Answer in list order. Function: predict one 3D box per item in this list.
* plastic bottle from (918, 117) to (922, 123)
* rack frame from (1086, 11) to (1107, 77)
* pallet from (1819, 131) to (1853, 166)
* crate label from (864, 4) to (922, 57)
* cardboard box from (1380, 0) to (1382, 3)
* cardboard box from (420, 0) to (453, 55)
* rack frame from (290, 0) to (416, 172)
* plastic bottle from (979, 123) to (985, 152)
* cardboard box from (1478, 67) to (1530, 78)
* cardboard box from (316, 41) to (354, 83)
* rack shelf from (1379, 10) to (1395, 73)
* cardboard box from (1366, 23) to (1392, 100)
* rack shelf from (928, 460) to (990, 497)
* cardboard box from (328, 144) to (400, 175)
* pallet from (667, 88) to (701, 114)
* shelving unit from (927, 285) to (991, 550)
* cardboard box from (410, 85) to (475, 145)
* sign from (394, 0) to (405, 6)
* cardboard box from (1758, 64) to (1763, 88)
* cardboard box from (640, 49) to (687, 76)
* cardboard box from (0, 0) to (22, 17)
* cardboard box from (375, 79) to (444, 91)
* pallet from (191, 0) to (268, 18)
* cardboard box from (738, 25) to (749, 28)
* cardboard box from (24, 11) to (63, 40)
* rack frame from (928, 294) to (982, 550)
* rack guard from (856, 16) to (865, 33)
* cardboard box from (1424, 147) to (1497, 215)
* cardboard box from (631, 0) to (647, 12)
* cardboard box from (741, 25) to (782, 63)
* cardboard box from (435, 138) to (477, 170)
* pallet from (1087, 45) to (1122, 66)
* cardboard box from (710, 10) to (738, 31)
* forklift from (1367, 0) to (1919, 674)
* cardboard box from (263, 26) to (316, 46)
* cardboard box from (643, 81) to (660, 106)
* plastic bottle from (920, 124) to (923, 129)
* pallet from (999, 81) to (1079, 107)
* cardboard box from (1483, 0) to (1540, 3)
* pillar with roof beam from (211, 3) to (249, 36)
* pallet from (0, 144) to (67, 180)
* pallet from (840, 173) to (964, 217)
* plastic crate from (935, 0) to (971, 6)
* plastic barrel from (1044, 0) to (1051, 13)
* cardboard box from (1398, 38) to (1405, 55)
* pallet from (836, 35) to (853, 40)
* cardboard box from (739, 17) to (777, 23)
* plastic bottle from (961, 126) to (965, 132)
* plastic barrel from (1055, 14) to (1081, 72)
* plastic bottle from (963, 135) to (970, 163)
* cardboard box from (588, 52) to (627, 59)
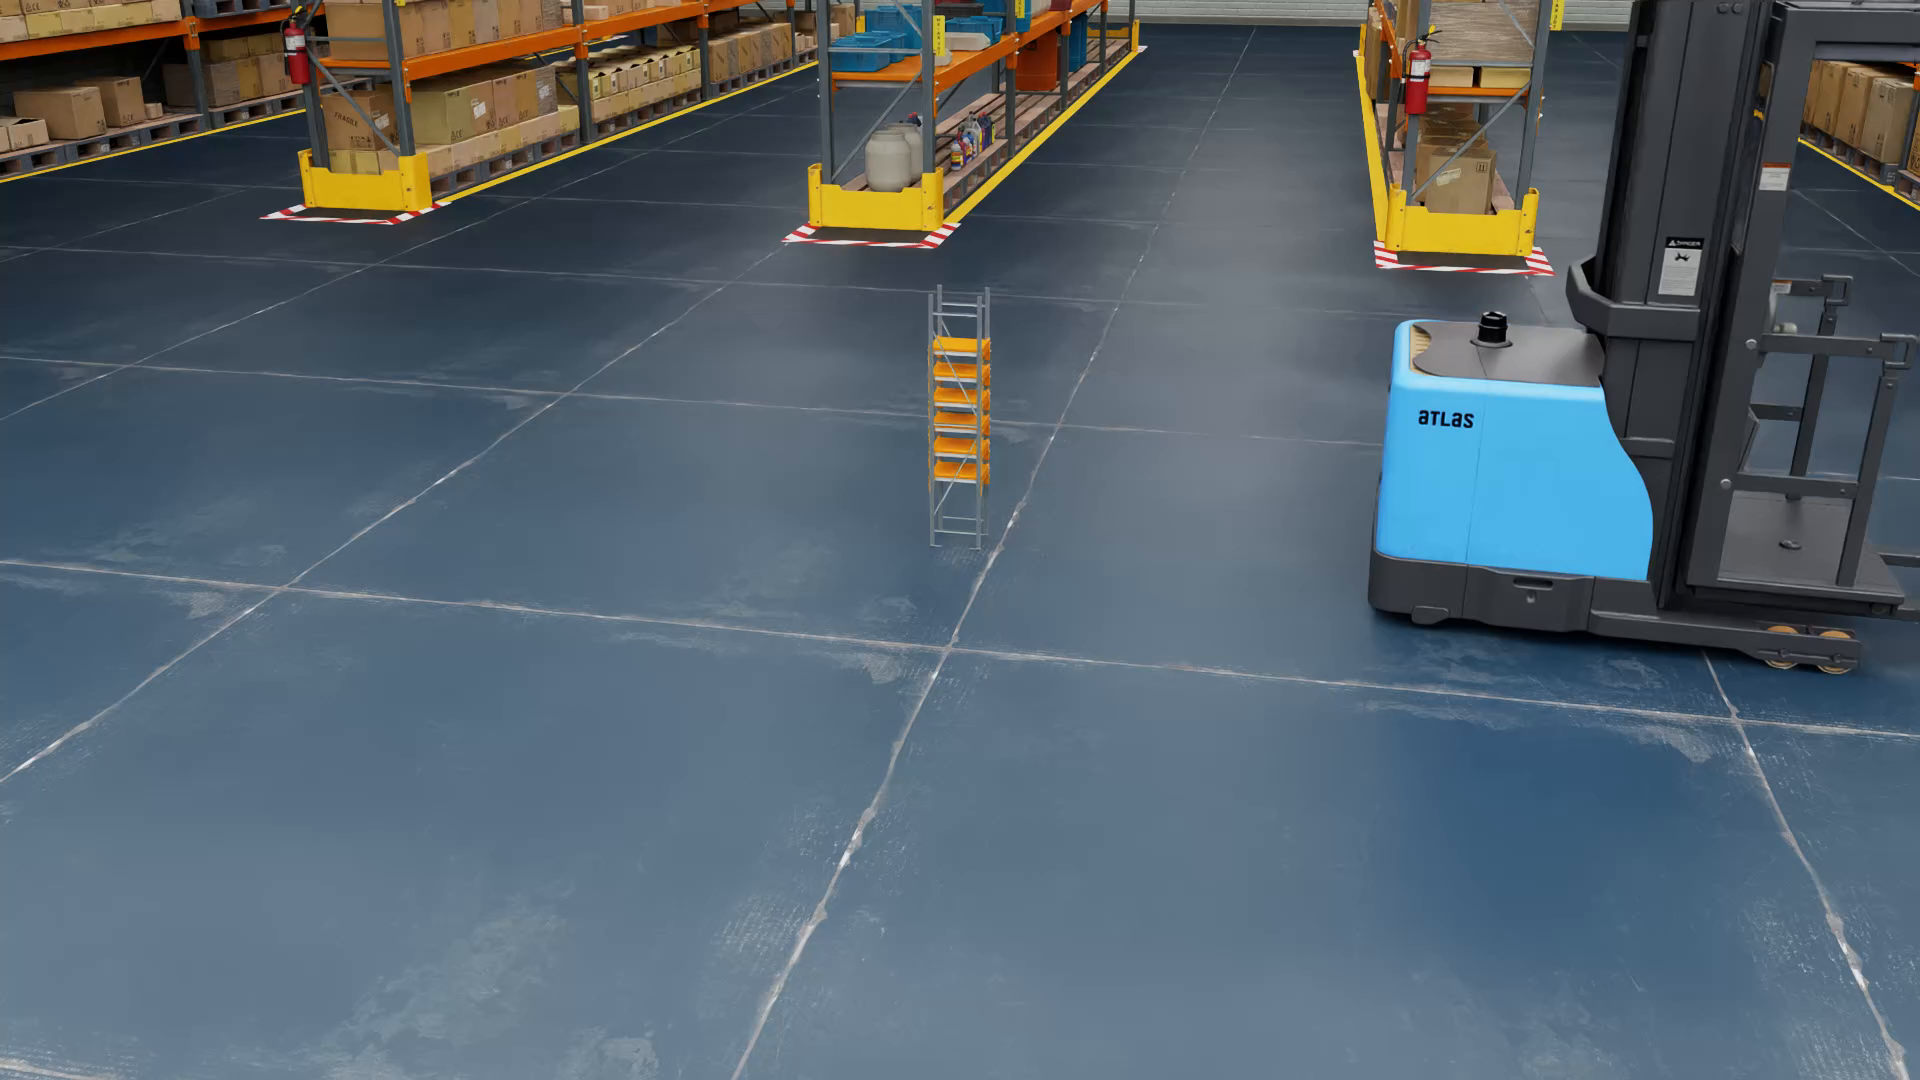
[{"bbox_3d":[-0.433,-4.371,17.749,0.152,0.276,0.135,5,23,13],"label":"plastic bottle"},{"bbox_3d":[1.733,-8.560,25.092,1.000,3.000,0.127,4,22,11],"label":"rack frame"},{"bbox_3d":[10.115,-4.283,18.206,1.003,0.211,1.213,4,22,11],"label":"pallet"},{"bbox_3d":[-0.605,-4.881,15.911,0.502,0.435,0.616,4,22,11],"label":"crate label"},{"bbox_3d":[5.834,-7.337,21.922,0.500,0.500,0.500,4,22,9],"label":"cardboard box"},{"bbox_3d":[-5.354,-4.959,16.017,0.700,0.500,0.500,5,22,12],"label":"cardboard box"},{"bbox_3d":[-5.564,-4.550,15.136,1.000,3.000,0.127,4,22,11],"label":"rack frame"},{"bbox_3d":[0.220,-4.188,17.283,0.061,0.283,0.133,6,23,14],"label":"plastic bottle"},{"bbox_3d":[4.495,-3.853,13.741,0.380,0.149,0.250,4,22,11],"label":"cardboard box"},{"bbox_3d":[-8.878,-6.629,23.056,0.700,0.500,0.500,5,22,12],"label":"cardboard box"},{"bbox_3d":[5.358,-5.654,18.840,1.077,0.370,4.000,4,22,11],"label":"rack shelf"},{"bbox_3d":[5.927,-6.179,21.463,1.225,0.875,0.875,3,22,8],"label":"cardboard box"},{"bbox_3d":[-0.003,-0.287,7.723,0.258,0.103,0.180,4,22,11],"label":"rack shelf"},{"bbox_3d":[-5.744,-3.688,16.114,0.500,0.250,0.500,4,22,11],"label":"cardboard box"},{"bbox_3d":[-4.138,-5.884,22.181,1.003,0.211,1.213,4,22,11],"label":"pallet"},{"bbox_3d":[-0.003,-0.551,7.616,0.258,1.200,0.189,4,22,11],"label":"shelving unit"},{"bbox_3d":[-5.137,-4.179,16.330,0.500,0.500,0.500,4,22,11],"label":"cardboard box"},{"bbox_3d":[-5.022,-4.944,14.849,0.100,0.325,0.005,4,22,11],"label":"sign"},{"bbox_3d":[10.806,-6.166,21.933,0.500,0.500,0.500,5,22,12],"label":"cardboard box"},{"bbox_3d":[-3.897,-6.254,21.736,0.500,0.311,0.500,4,22,10],"label":"cardboard box"},{"bbox_3d":[-9.912,-5.545,16.778,0.500,0.500,0.500,5,22,11],"label":"cardboard box"},{"bbox_3d":[-5.556,-4.403,16.885,0.500,0.500,0.500,4,22,11],"label":"cardboard box"},{"bbox_3d":[-9.300,-6.569,20.405,1.003,0.211,1.213,4,22,11],"label":"pallet"},{"bbox_3d":[-3.550,-7.629,25.538,0.500,0.500,0.500,5,22,12],"label":"cardboard box"},{"bbox_3d":[-9.802,-5.397,17.413,0.500,0.250,0.500,4,22,10],"label":"cardboard box"},{"bbox_3d":[-0.022,-0.518,7.533,0.240,1.200,0.006,4,22,11],"label":"rack frame"},{"bbox_3d":[-2.315,-9.214,30.063,1.175,0.500,0.348,4,22,11],"label":"rack guard"},{"bbox_3d":[4.277,-3.056,14.210,0.500,0.500,0.500,9,24,21],"label":"cardboard box"},{"bbox_3d":[-4.258,-6.907,20.855,0.500,0.500,0.500,3,22,8],"label":"cardboard box"},{"bbox_3d":[-3.045,-7.601,25.468,0.500,0.500,0.500,5,22,11],"label":"cardboard box"},{"bbox_3d":[-5.138,-3.832,16.471,0.500,0.250,0.500,4,22,11],"label":"cardboard box"},{"bbox_3d":[2.092,-7.986,27.399,1.003,0.211,1.213,4,22,11],"label":"pallet"},{"bbox_3d":[-3.657,-7.807,24.976,0.500,0.250,0.500,5,22,11],"label":"cardboard box"},{"bbox_3d":[3.296,-1.052,6.542,3.031,2.935,1.130,5,23,13],"label":"forklift"},{"bbox_3d":[-9.055,-6.773,22.410,0.500,0.250,0.500,5,22,12],"label":"cardboard box"},{"bbox_3d":[-4.110,-5.623,20.919,0.500,0.250,0.500,5,22,12],"label":"cardboard box"},{"bbox_3d":[-0.382,-4.247,17.446,0.097,0.271,0.097,0,22,0],"label":"plastic bottle"},{"bbox_3d":[1.037,-6.095,22.704,1.003,0.211,1.213,4,22,11],"label":"pallet"},{"bbox_3d":[4.512,-4.622,13.444,0.500,0.500,0.500,4,22,11],"label":"cardboard box"},{"bbox_3d":[-5.679,-9.897,20.382,9.100,9.000,0.400,4,22,11],"label":"pillar with roof beam"},{"bbox_3d":[-10.198,-3.955,17.391,1.003,0.211,1.213,4,22,11],"label":"pallet"},{"bbox_3d":[-0.575,-3.206,15.531,1.003,0.211,1.213,4,22,11],"label":"pallet"},{"bbox_3d":[-0.100,-5.864,18.313,0.402,0.464,0.583,4,22,11],"label":"plastic crate"},{"bbox_3d":[0.916,-6.756,20.464,0.421,0.512,0.421,0,22,0],"label":"plastic barrel"},{"bbox_3d":[4.390,-4.720,15.894,0.380,0.149,0.250,4,22,11],"label":"cardboard box"},{"bbox_3d":[-2.476,-8.788,29.393,1.003,0.211,1.213,4,22,11],"label":"pallet"},{"bbox_3d":[-3.277,-8.213,26.989,0.500,0.500,0.500,4,22,11],"label":"cardboard box"},{"bbox_3d":[0.041,-4.131,17.142,0.061,0.283,0.133,4,22,11],"label":"plastic bottle"},{"bbox_3d":[1.461,-7.325,24.272,0.600,0.901,0.708,4,22,11],"label":"plastic barrel"},{"bbox_3d":[0.050,-3.911,16.612,0.097,0.271,0.097,0,22,0],"label":"plastic bottle"},{"bbox_3d":[-4.531,-6.107,21.370,0.500,0.311,0.500,4,22,9],"label":"cardboard box"}]
